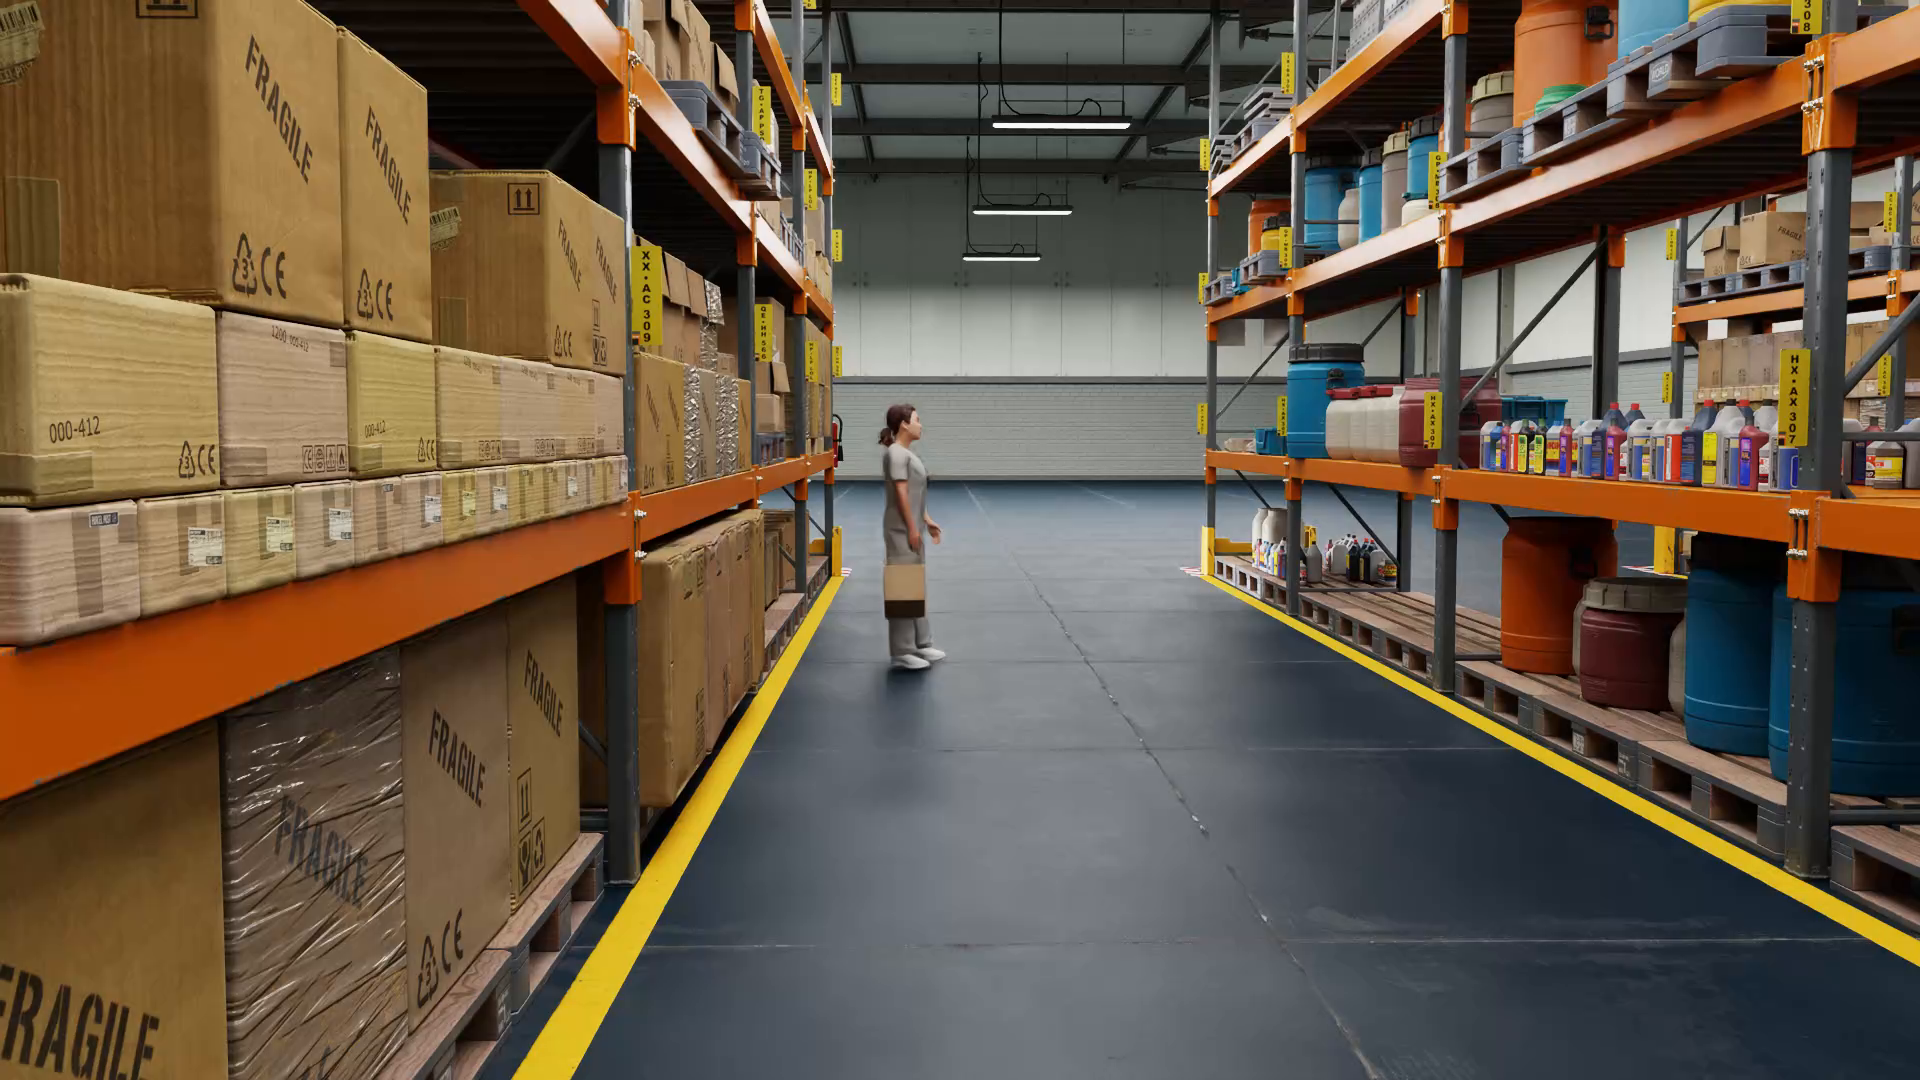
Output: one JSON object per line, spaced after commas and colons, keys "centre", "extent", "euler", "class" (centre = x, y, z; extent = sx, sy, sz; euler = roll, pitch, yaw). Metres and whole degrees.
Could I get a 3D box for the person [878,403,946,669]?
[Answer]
{"centre": [-0.319, -0.036, 10.690], "extent": [0.442, 1.684, 0.523], "euler": [0, 4, 6], "class": "person"}
